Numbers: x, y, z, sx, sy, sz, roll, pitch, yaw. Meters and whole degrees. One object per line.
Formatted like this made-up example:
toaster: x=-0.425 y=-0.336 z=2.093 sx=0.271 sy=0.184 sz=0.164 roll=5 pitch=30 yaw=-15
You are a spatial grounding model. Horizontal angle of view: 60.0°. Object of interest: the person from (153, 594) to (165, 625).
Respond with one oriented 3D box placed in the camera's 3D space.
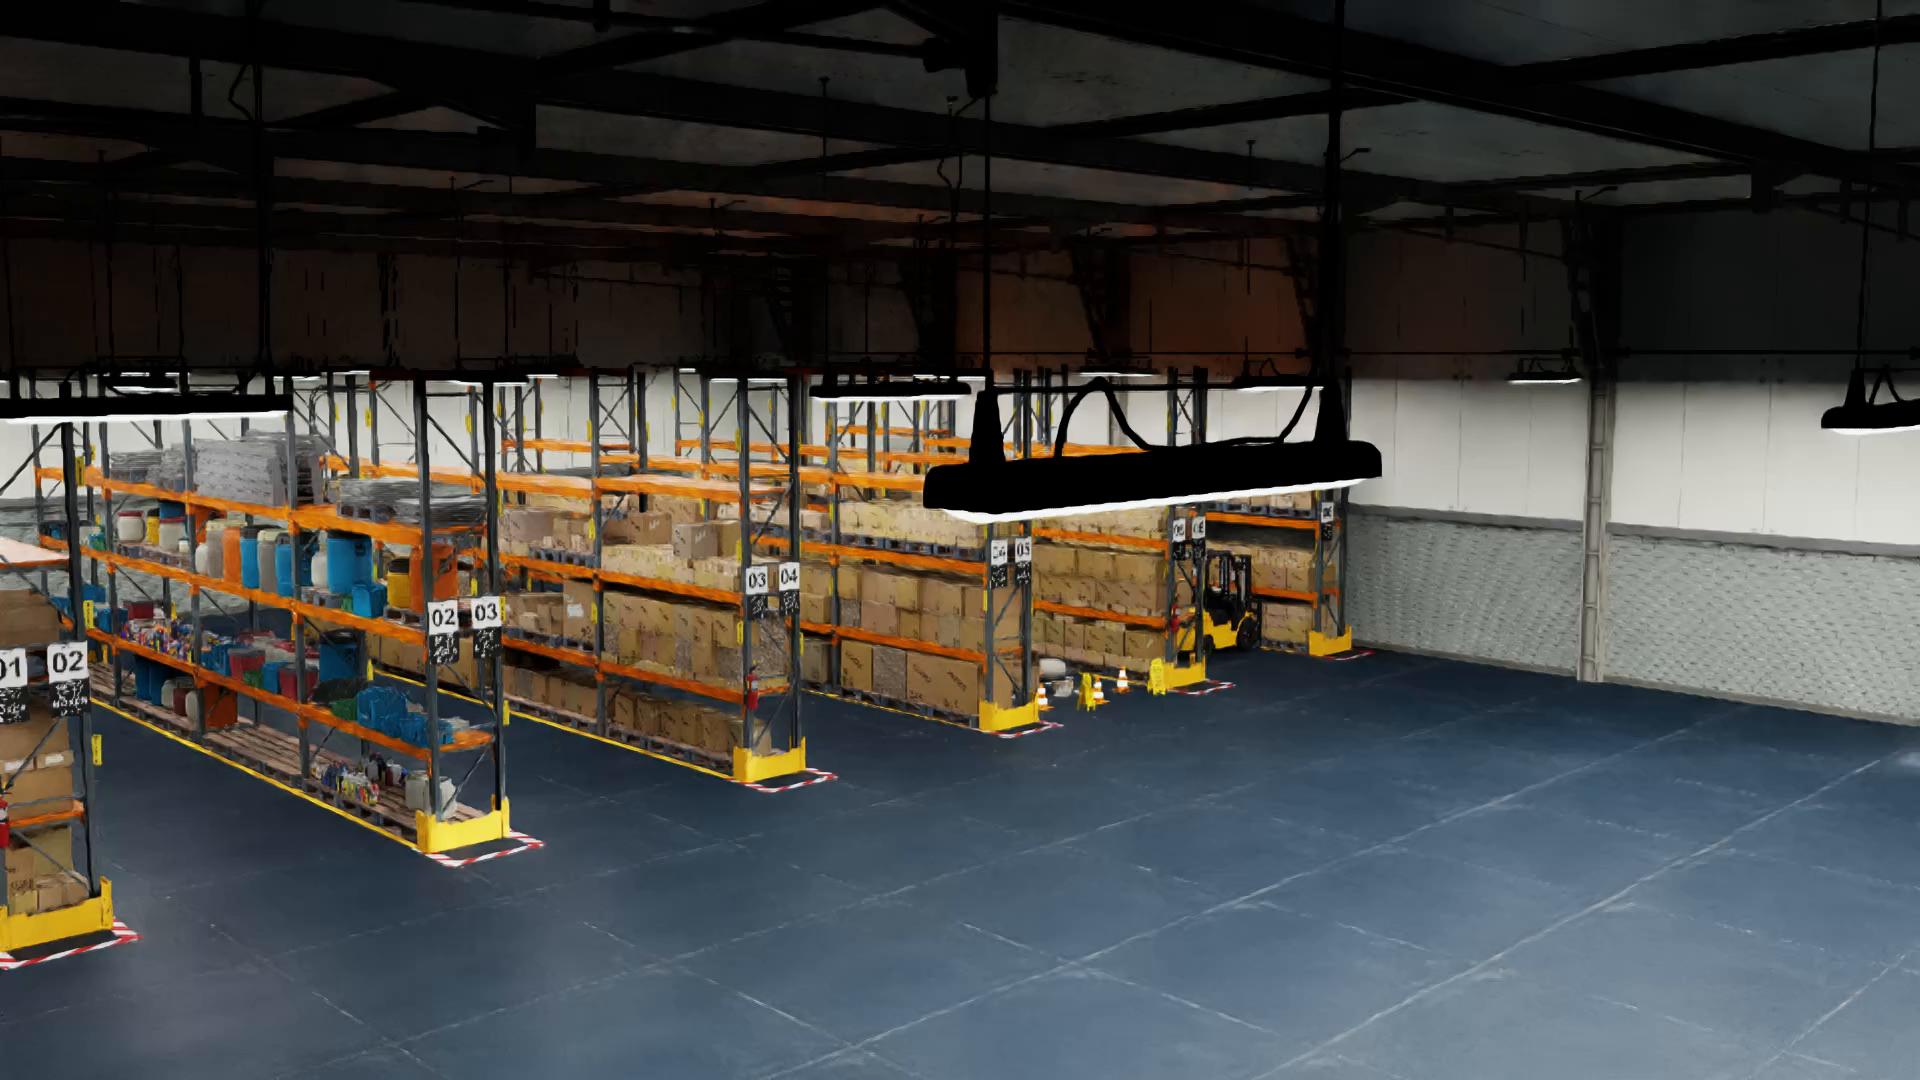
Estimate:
person: x=-15.328 y=1.872 z=31.997 sx=0.580 sy=1.682 sz=0.364 roll=3 pitch=7 yaw=26
